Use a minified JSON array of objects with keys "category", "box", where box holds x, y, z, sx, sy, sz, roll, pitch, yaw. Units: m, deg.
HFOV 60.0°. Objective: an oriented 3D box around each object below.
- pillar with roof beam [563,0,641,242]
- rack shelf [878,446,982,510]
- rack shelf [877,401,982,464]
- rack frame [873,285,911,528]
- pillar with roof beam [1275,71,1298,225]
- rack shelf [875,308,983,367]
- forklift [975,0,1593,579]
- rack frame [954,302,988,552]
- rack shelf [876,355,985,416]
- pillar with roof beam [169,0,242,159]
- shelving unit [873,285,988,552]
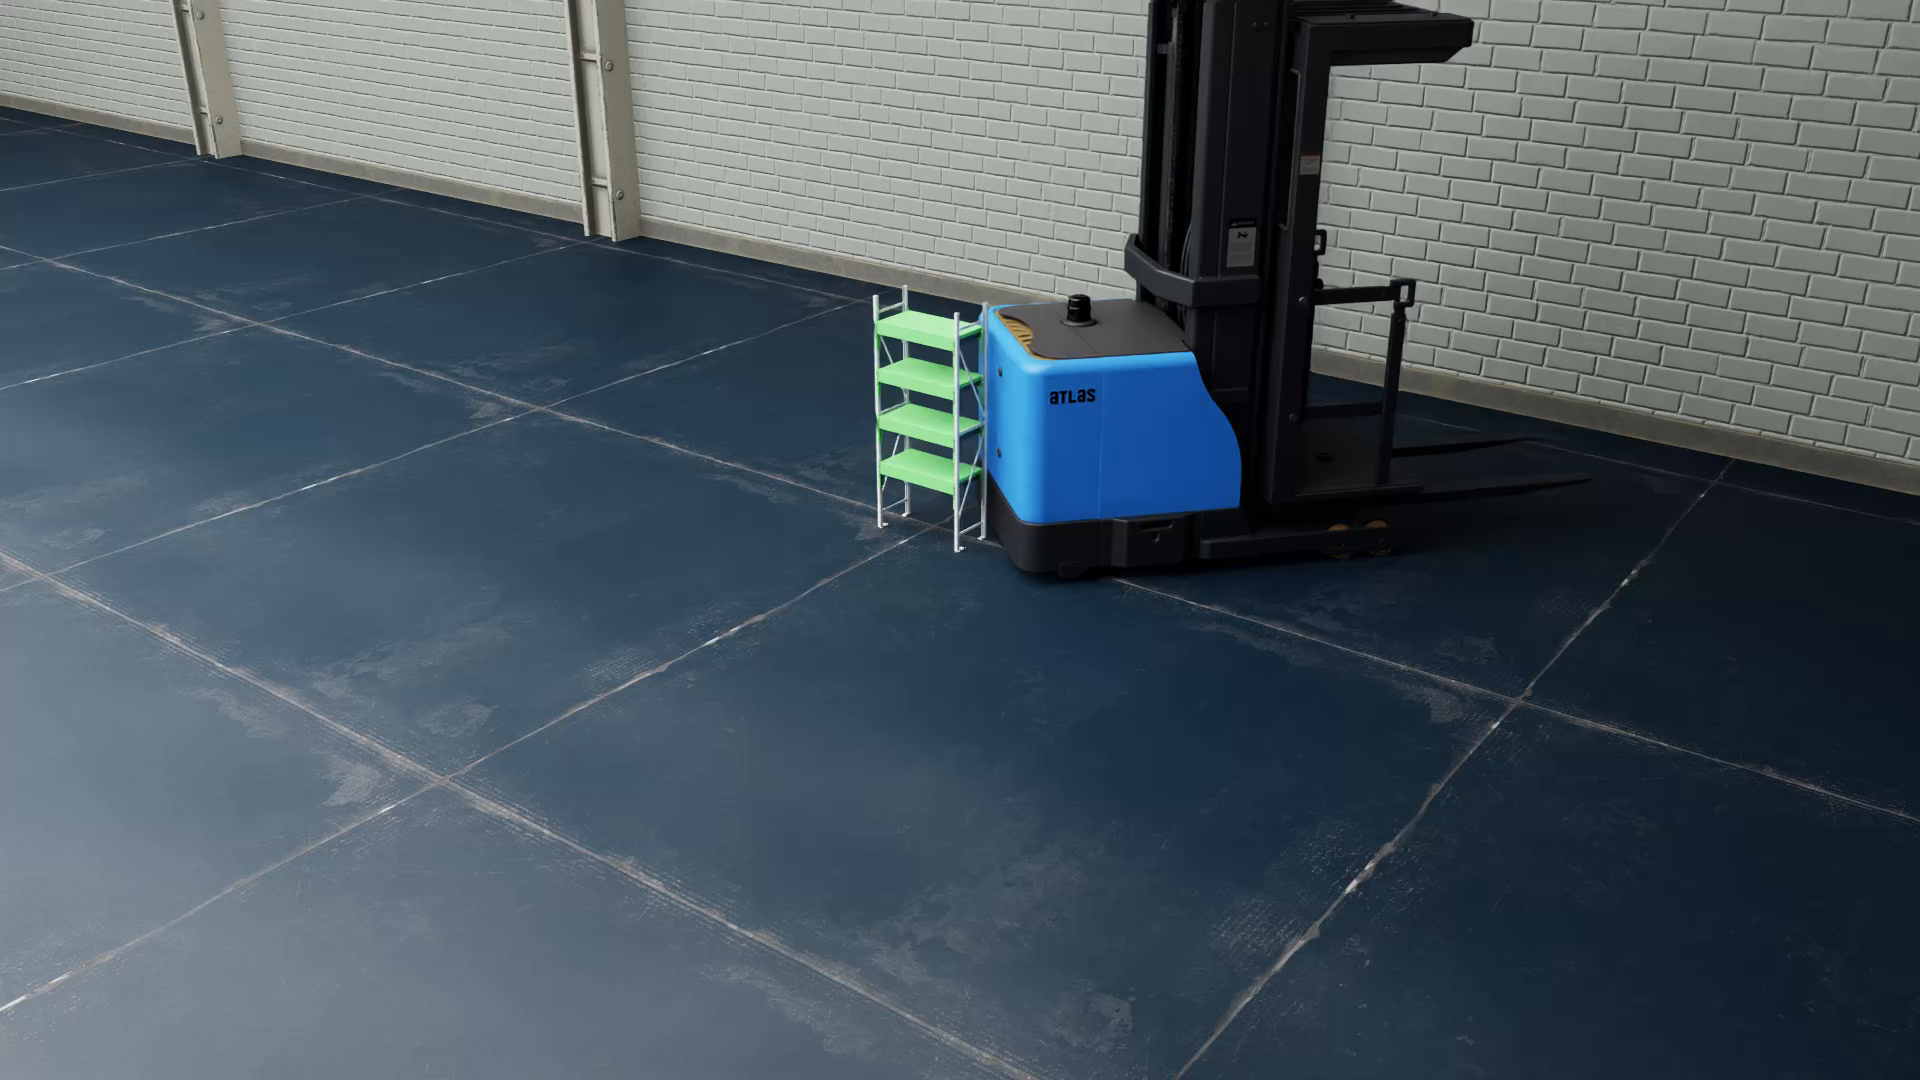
[{"category":"pillar with roof beam","box":[-5.525,-5.322,9.168,0.400,9.000,9.100,17,29,33]},{"category":"rack shelf","box":[-0.141,-0.311,8.221,0.480,0.148,0.258,17,29,34]},{"category":"rack shelf","box":[-0.141,-0.530,8.124,0.480,0.148,0.258,17,29,34]},{"category":"rack frame","box":[-0.334,-0.649,8.235,0.015,1.200,0.240,17,29,34]},{"category":"pillar with roof beam","box":[-0.724,-3.871,5.875,0.400,9.000,9.100,17,29,33]},{"category":"rack shelf","box":[-0.141,-0.970,7.931,0.480,0.148,0.258,17,29,34]},{"category":"forklift","box":[1.651,-1.451,7.909,3.031,2.935,1.130,-5,24,-11]},{"category":"rack frame","box":[0.053,-0.529,7.962,0.015,1.200,0.240,17,29,34]},{"category":"rack shelf","box":[-0.141,-0.750,8.027,0.480,0.148,0.258,17,29,34]},{"category":"pillar with roof beam","box":[-10.326,-6.773,12.461,0.400,9.000,9.100,17,29,33]},{"category":"shelving unit","box":[-0.141,-0.589,8.098,0.503,1.200,0.258,17,29,34]}]
